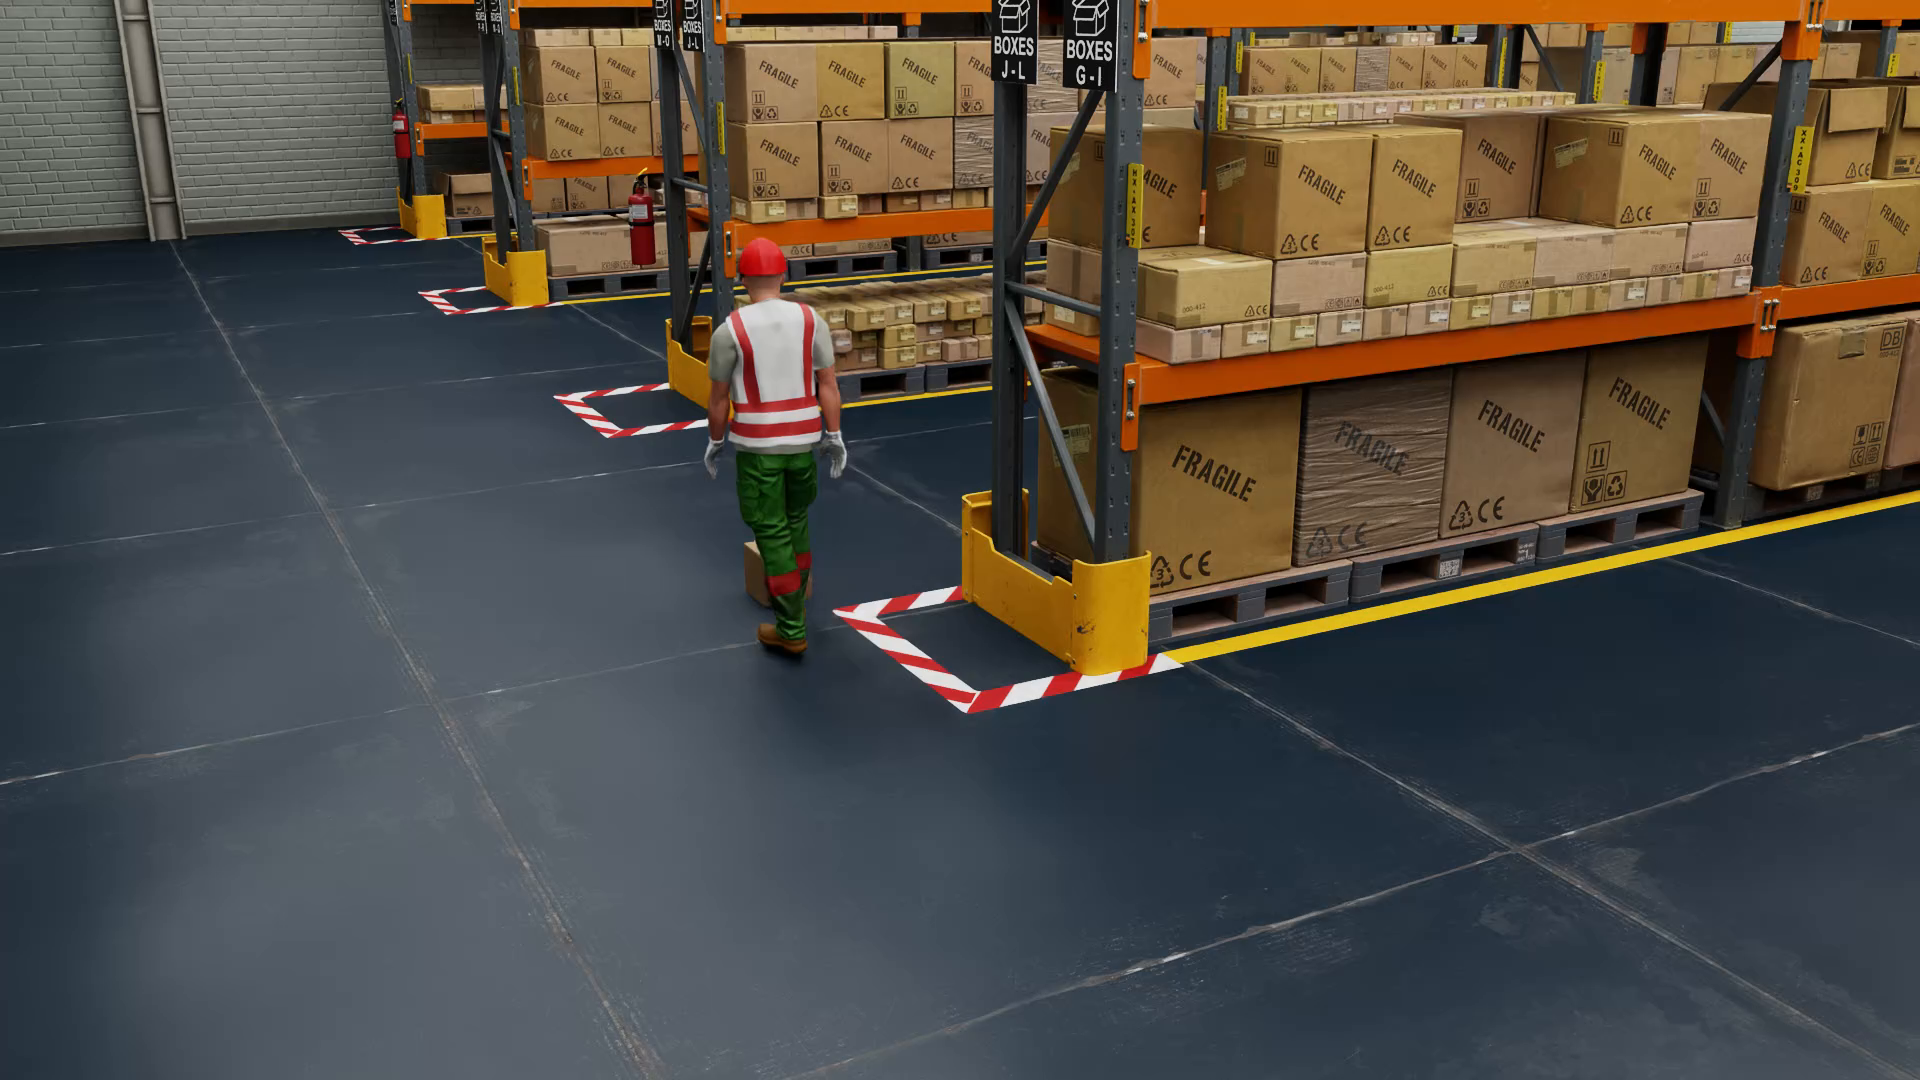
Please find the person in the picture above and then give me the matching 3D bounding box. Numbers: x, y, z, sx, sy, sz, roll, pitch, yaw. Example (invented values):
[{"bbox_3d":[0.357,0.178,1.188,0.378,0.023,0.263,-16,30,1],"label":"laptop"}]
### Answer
[{"bbox_3d":[-0.847,-0.436,7.270,0.557,1.778,0.675,-11,21,-30],"label":"person"}]
